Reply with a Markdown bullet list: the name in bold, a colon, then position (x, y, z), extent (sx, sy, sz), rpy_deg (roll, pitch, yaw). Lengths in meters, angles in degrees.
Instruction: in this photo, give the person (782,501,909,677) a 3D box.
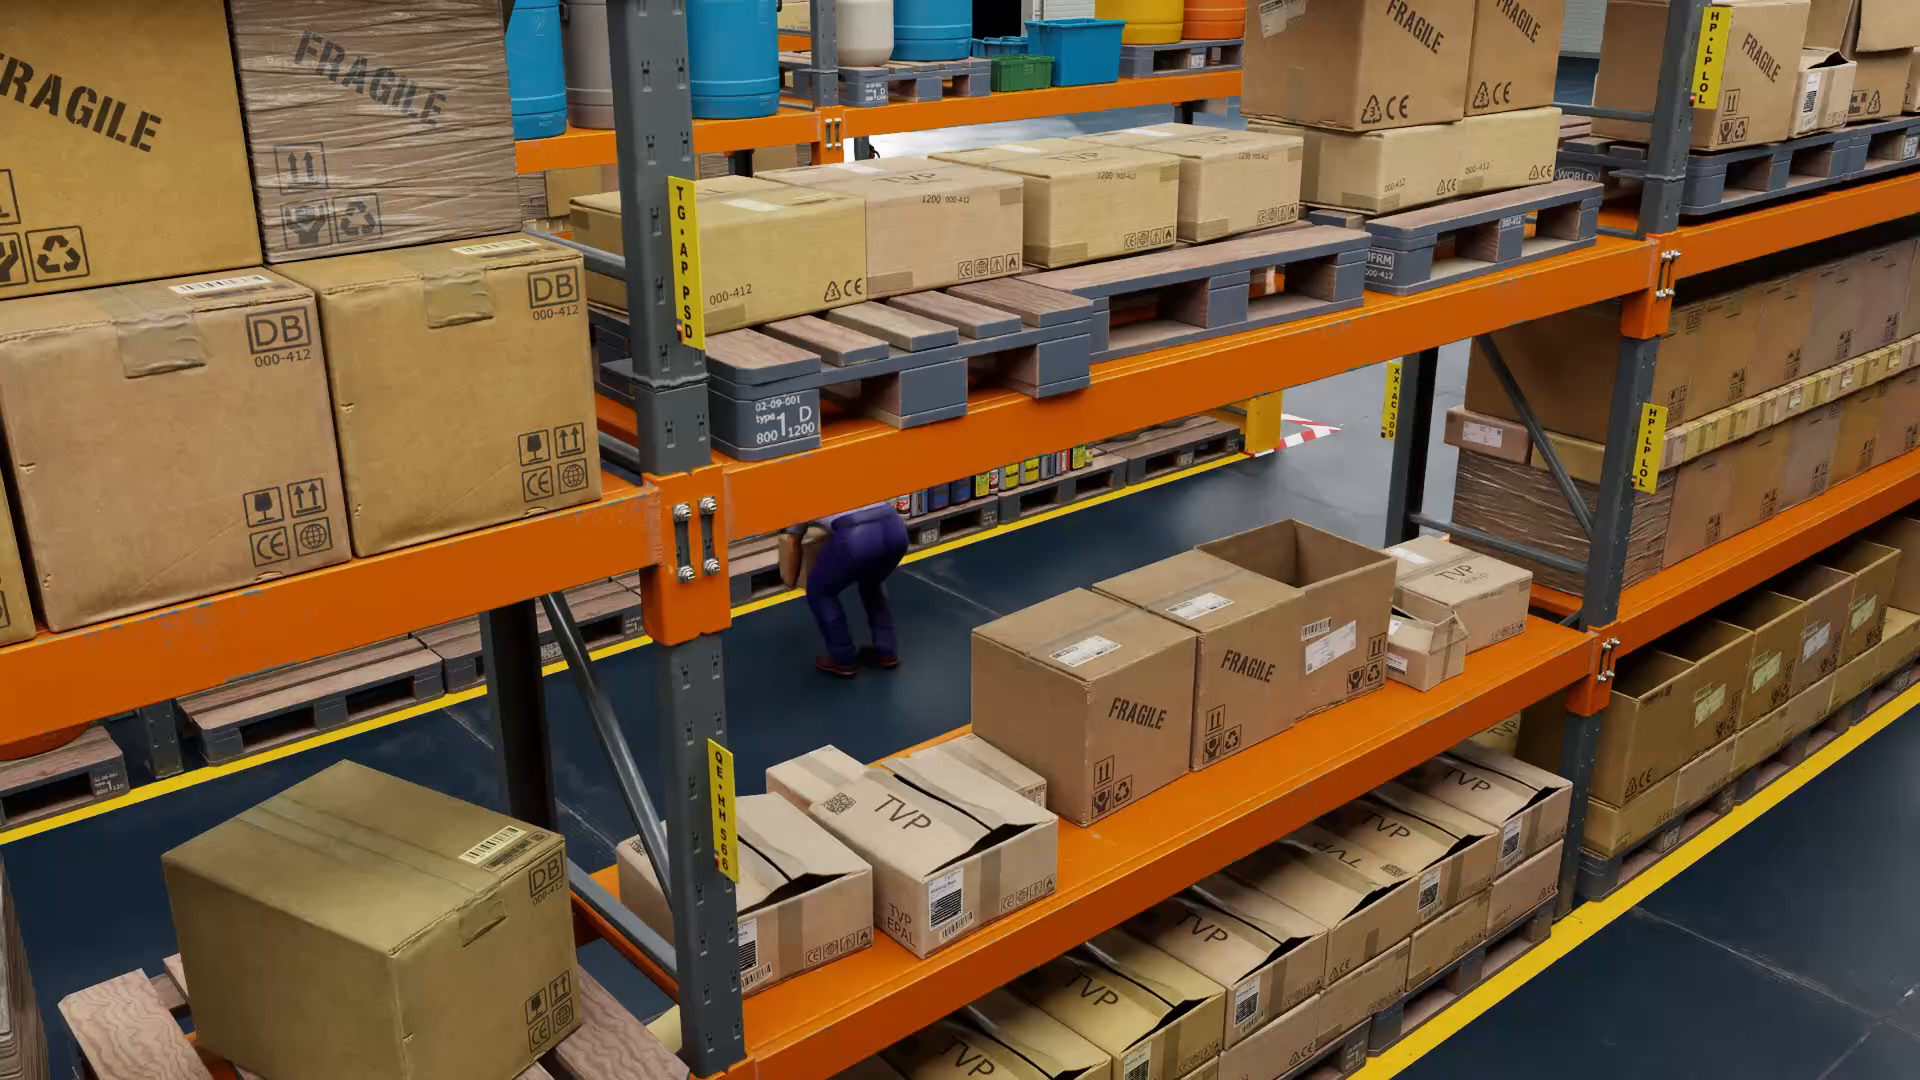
- **person**: position (-0.678, 0.099, 9.016), extent (0.476, 1.170, 0.816), rpy_deg (-19, 28, -39)
